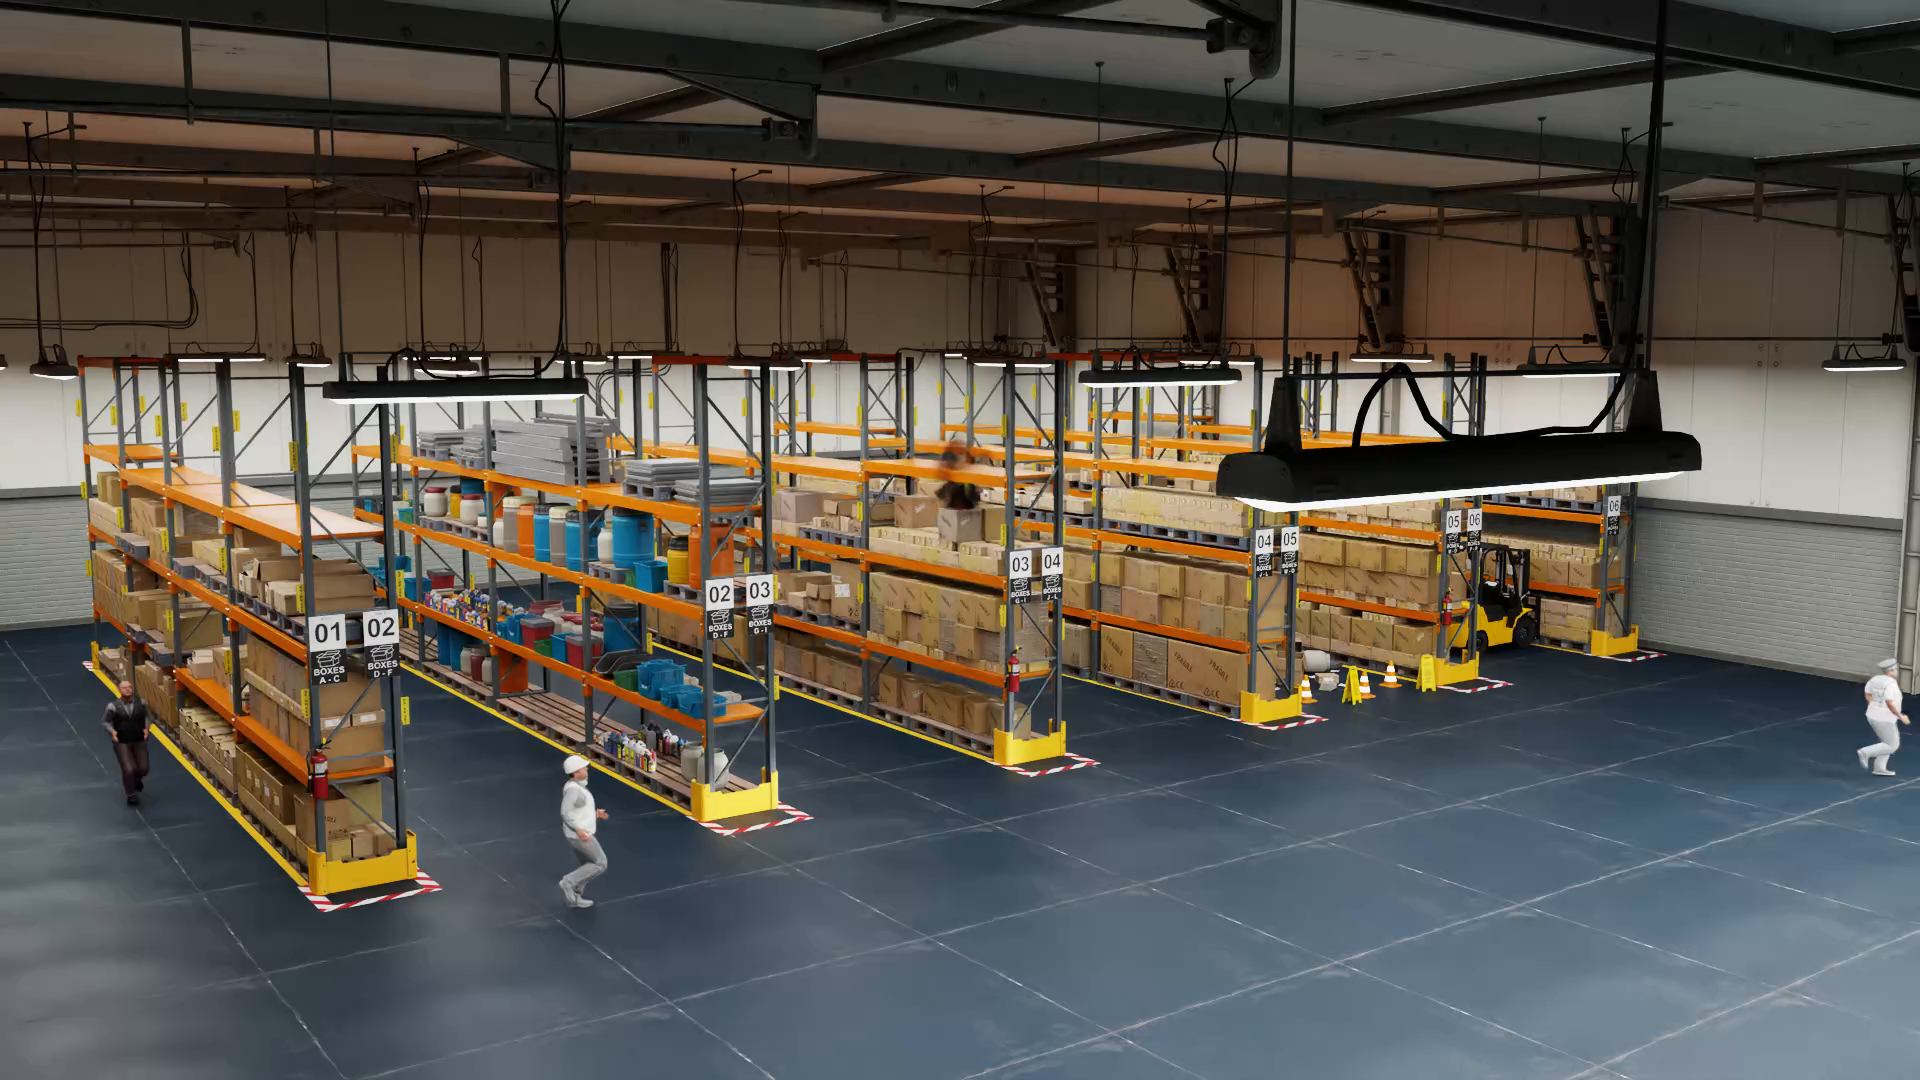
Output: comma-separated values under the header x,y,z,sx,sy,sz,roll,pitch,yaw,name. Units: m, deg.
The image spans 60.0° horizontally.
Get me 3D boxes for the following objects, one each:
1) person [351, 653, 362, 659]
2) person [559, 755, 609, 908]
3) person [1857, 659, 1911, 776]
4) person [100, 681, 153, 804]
x,y,z,sx,sy,sz,roll,pitch,yaw,name
-10.399,2.054,28.382,0.830,1.715,0.552,6,9,42,person
-4.180,3.241,18.479,0.573,1.731,0.658,-2,7,-14,person
13.281,2.572,24.064,0.652,1.728,0.650,0,7,0,person
-11.355,2.752,22.722,0.657,1.671,0.605,-5,9,-37,person
